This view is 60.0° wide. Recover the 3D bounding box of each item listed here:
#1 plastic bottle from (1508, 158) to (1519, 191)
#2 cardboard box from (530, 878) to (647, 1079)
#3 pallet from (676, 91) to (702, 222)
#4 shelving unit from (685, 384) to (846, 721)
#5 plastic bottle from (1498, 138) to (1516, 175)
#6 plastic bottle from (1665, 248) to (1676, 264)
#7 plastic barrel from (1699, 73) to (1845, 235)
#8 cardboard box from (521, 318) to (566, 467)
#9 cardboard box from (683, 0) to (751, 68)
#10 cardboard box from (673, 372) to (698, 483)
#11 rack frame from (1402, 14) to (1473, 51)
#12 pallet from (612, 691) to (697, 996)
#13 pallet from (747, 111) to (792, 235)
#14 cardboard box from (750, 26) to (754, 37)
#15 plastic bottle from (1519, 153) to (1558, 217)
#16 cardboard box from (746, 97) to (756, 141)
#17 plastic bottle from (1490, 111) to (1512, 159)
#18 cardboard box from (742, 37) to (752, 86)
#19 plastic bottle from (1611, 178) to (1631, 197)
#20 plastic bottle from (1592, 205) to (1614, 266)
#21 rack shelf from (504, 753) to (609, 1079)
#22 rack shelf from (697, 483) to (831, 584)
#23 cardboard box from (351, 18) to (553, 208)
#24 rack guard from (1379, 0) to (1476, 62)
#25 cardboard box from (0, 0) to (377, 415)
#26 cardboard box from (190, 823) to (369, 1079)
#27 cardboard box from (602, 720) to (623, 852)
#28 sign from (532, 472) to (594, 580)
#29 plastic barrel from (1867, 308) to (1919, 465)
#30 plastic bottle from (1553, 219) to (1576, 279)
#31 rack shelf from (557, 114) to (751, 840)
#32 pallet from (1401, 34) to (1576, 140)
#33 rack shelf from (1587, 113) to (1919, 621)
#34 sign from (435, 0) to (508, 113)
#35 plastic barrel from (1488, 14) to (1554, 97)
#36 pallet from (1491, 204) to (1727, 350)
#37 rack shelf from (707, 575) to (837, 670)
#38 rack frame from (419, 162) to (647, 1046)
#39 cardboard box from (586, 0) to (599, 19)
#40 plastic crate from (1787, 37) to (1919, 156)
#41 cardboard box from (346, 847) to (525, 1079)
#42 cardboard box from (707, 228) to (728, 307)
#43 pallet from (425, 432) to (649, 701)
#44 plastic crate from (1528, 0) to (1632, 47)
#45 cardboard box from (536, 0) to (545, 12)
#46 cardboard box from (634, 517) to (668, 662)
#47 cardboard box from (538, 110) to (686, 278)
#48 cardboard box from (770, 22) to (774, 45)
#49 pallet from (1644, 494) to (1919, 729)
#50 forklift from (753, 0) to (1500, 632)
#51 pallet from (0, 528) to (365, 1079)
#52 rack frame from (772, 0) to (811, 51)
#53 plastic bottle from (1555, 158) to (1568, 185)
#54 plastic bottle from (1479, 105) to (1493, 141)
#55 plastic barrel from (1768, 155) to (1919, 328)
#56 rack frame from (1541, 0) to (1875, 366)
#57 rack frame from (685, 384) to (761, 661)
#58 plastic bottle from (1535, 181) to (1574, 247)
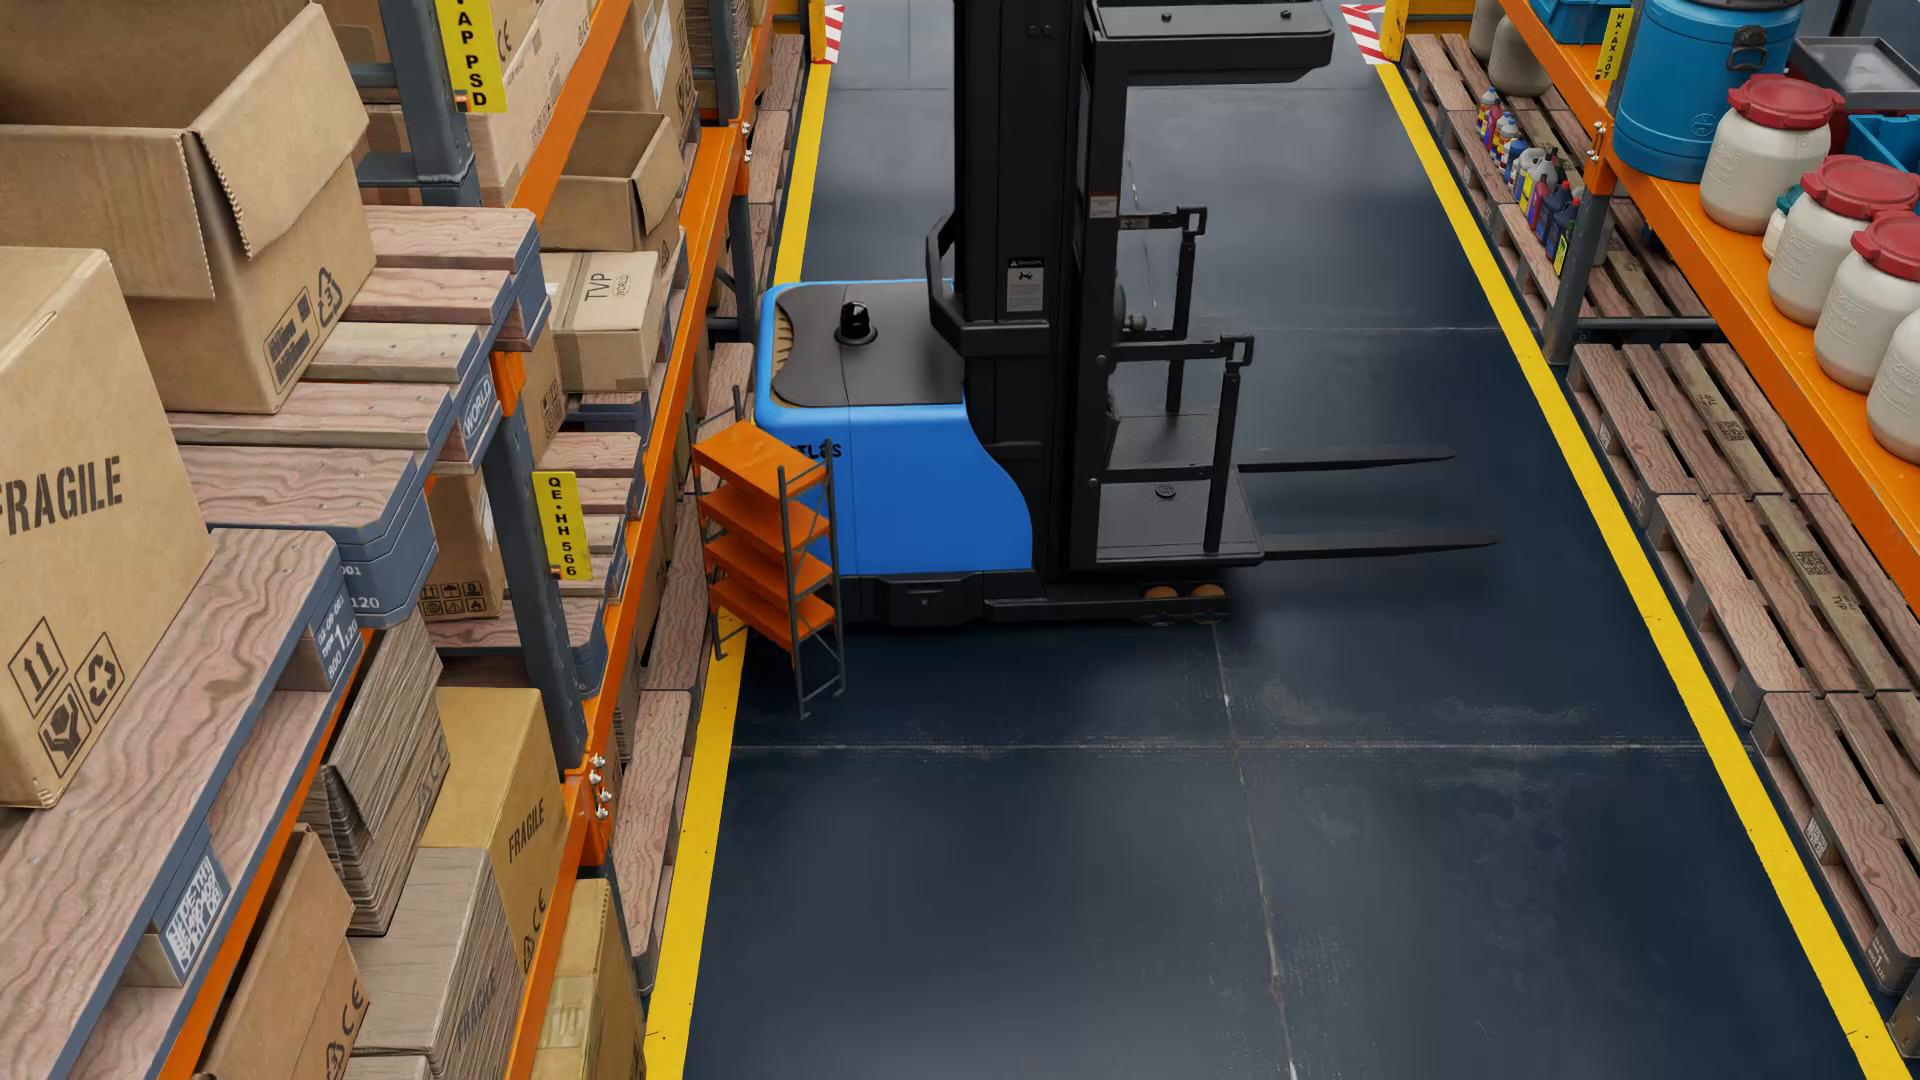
[{"bbox_3d":[3.135,-2.060,9.308,0.097,0.201,0.097,0,39,0],"label":"plastic bottle"},{"bbox_3d":[-1.520,1.521,4.317,1.225,0.875,0.875,-2,39,-2],"label":"cardboard box"},{"bbox_3d":[-1.649,-1.524,6.907,1.003,0.211,1.213,0,39,0],"label":"pallet"},{"bbox_3d":[-0.711,0.065,6.210,0.503,1.200,0.258,31,48,32],"label":"shelving unit"},{"bbox_3d":[3.135,-2.189,9.469,0.097,0.201,0.097,0,39,0],"label":"plastic bottle"},{"bbox_3d":[3.752,-1.594,8.660,0.061,0.283,0.133,0,39,0],"label":"plastic bottle"},{"bbox_3d":[3.230,-1.535,6.659,0.433,0.535,0.433,0,39,0],"label":"plastic barrel"},{"bbox_3d":[-1.641,-0.465,5.016,0.700,0.500,0.500,5,39,7],"label":"cardboard box"},{"bbox_3d":[-1.443,-2.514,7.670,0.875,0.500,0.500,0,39,0],"label":"cardboard box"},{"bbox_3d":[-1.544,-0.591,7.236,0.700,0.500,0.500,0,39,0],"label":"cardboard box"},{"bbox_3d":[3.444,-4.582,10.569,1.000,3.000,0.127,0,39,0],"label":"rack frame"},{"bbox_3d":[-1.499,1.024,5.804,1.003,0.211,1.213,0,39,0],"label":"pallet"},{"bbox_3d":[-1.545,-2.174,9.794,1.003,0.211,1.213,0,39,0],"label":"pallet"},{"bbox_3d":[-1.229,-2.583,8.275,0.380,0.149,0.250,0,39,0],"label":"cardboard box"},{"bbox_3d":[3.159,-1.943,9.043,0.144,0.351,0.185,0,39,0],"label":"plastic bottle"},{"bbox_3d":[-1.508,-2.611,9.773,0.500,0.500,0.500,3,39,4],"label":"cardboard box"},{"bbox_3d":[3.135,-2.341,9.602,0.097,0.271,0.097,0,39,0],"label":"plastic bottle"},{"bbox_3d":[-1.191,-2.270,7.885,0.380,0.149,0.250,0,39,0],"label":"cardboard box"},{"bbox_3d":[3.714,-2.063,9.251,0.152,0.276,0.135,0,39,0],"label":"plastic bottle"},{"bbox_3d":[3.304,-1.621,8.641,0.144,0.351,0.185,0,39,0],"label":"plastic bottle"},{"bbox_3d":[-1.498,1.956,2.986,1.077,0.370,4.000,0,39,0],"label":"rack shelf"},{"bbox_3d":[-0.711,-0.058,6.112,0.480,0.148,0.258,31,48,32],"label":"rack shelf"},{"bbox_3d":[-1.246,-0.982,3.798,0.500,0.250,0.500,1,39,1],"label":"cardboard box"},{"bbox_3d":[3.491,-3.559,11.292,1.175,0.500,0.348,0,39,0],"label":"rack guard"},{"bbox_3d":[-1.427,-0.569,2.744,0.797,0.503,0.637,2,39,3],"label":"cardboard box"},{"bbox_3d":[-1.517,0.859,2.898,0.797,0.503,0.637,1,39,1],"label":"cardboard box"},{"bbox_3d":[-1.521,0.809,5.489,0.700,0.500,0.500,-2,39,-2],"label":"cardboard box"},{"bbox_3d":[-0.945,-0.030,3.963,0.100,0.325,0.005,0,39,0],"label":"sign"},{"bbox_3d":[3.238,-0.530,5.423,0.421,0.512,0.421,0,39,0],"label":"plastic barrel"},{"bbox_3d":[3.118,-1.493,8.535,0.061,0.283,0.133,2,39,2],"label":"plastic bottle"},{"bbox_3d":[-1.502,-0.546,6.108,1.077,0.370,4.000,0,39,0],"label":"rack shelf"},{"bbox_3d":[3.486,-2.938,10.748,1.003,0.211,1.213,0,39,0],"label":"pallet"},{"bbox_3d":[3.451,-0.549,6.112,1.077,0.370,4.000,0,39,0],"label":"rack shelf"},{"bbox_3d":[-0.945,-0.974,3.192,0.100,0.325,0.005,0,39,0],"label":"sign"},{"bbox_3d":[3.522,-3.050,10.311,0.421,0.512,0.421,0,39,0],"label":"plastic barrel"},{"bbox_3d":[3.489,-1.413,8.844,1.003,0.211,1.213,0,39,0],"label":"pallet"},{"bbox_3d":[-0.712,0.272,6.376,0.480,0.148,0.258,31,48,32],"label":"rack shelf"},{"bbox_3d":[-1.500,0.424,4.322,1.000,3.000,0.127,0,39,0],"label":"rack frame"},{"bbox_3d":[-1.256,-1.624,4.600,0.500,0.250,0.500,1,39,1],"label":"cardboard box"},{"bbox_3d":[3.755,-1.803,7.050,0.402,0.464,0.583,0,39,0],"label":"plastic crate"},{"bbox_3d":[-1.257,1.005,3.517,0.500,0.500,0.500,0,39,0],"label":"cardboard box"},{"bbox_3d":[-1.465,-1.516,8.406,0.500,0.500,0.500,-1,39,-1],"label":"cardboard box"},{"bbox_3d":[-1.607,0.054,4.938,1.213,0.211,1.003,0,39,0],"label":"pallet"},{"bbox_3d":[3.176,-2.715,8.358,0.499,0.251,0.616,0,39,0],"label":"plastic crate"},{"bbox_3d":[-1.240,-1.592,3.959,0.500,0.500,0.500,0,39,0],"label":"cardboard box"},{"bbox_3d":[-1.542,0.108,6.364,0.700,0.500,0.500,3,39,4],"label":"cardboard box"},{"bbox_3d":[-1.410,-1.197,5.927,0.797,0.503,0.637,4,39,5],"label":"cardboard box"},{"bbox_3d":[-1.525,-3.376,10.728,0.500,0.500,0.500,7,39,8],"label":"cardboard box"},{"bbox_3d":[3.492,0.263,6.753,1.003,0.211,1.213,0,39,0],"label":"pallet"},{"bbox_3d":[0.708,-1.121,6.305,3.031,2.935,1.130,-2,39,-2],"label":"forklift"},{"bbox_3d":[-1.442,0.429,2.068,1.003,0.211,1.213,2,39,2],"label":"pallet"},{"bbox_3d":[-1.509,-4.579,10.565,1.000,3.000,0.127,0,39,0],"label":"rack frame"},{"bbox_3d":[3.261,-1.933,9.084,0.061,0.283,0.133,0,39,0],"label":"plastic bottle"},{"bbox_3d":[3.134,-2.463,9.811,0.097,0.201,0.097,0,39,0],"label":"plastic bottle"},{"bbox_3d":[3.231,-1.077,6.086,0.433,0.535,0.433,0,39,0],"label":"plastic barrel"},{"bbox_3d":[3.448,-2.081,7.448,1.000,3.000,0.127,0,39,0],"label":"rack frame"},{"bbox_3d":[-0.889,-0.040,6.340,0.015,1.200,0.240,31,48,32],"label":"rack frame"},{"bbox_3d":[3.159,-1.741,8.791,0.144,0.351,0.185,-2,39,-2],"label":"plastic bottle"}]
